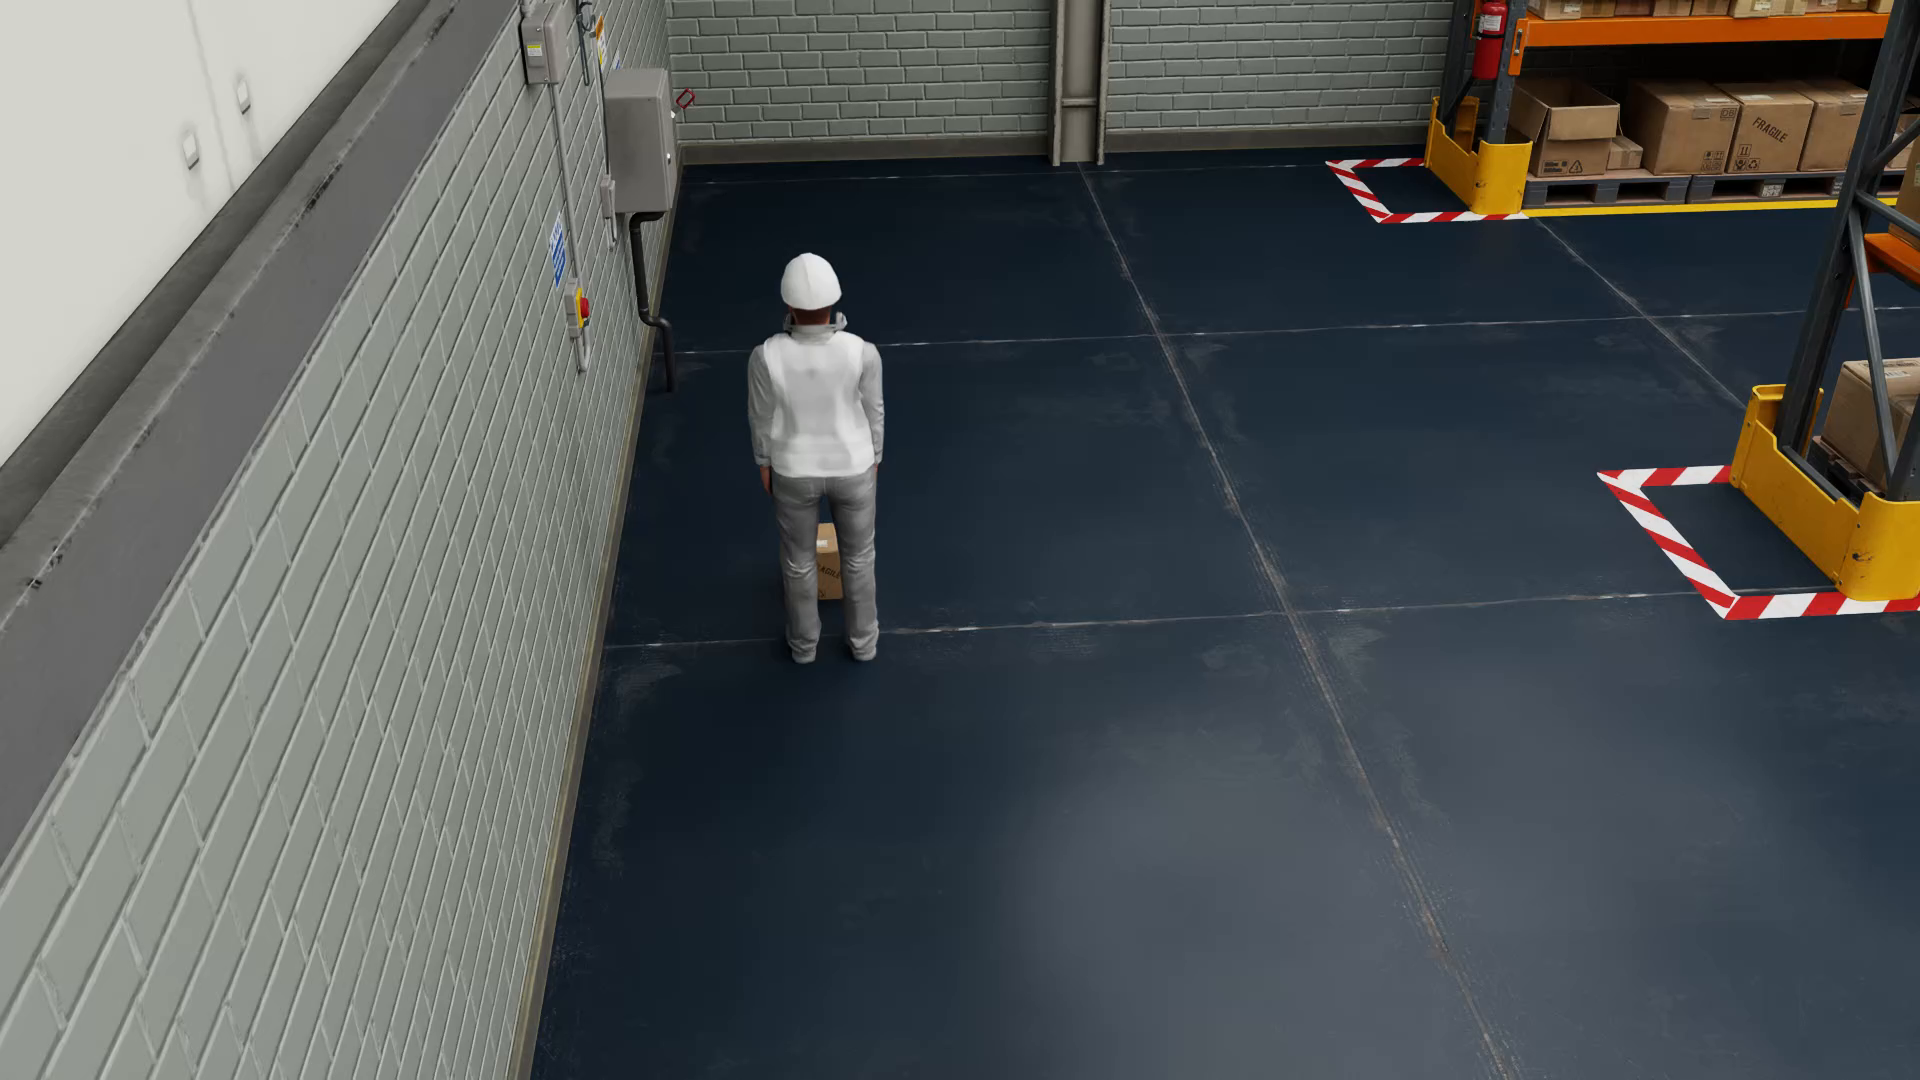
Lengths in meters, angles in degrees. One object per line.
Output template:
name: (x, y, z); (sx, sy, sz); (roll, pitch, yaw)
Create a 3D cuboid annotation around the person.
person: (-0.563, -0.306, 6.623); (0.531, 1.769, 0.359); (-2, 31, -3)
